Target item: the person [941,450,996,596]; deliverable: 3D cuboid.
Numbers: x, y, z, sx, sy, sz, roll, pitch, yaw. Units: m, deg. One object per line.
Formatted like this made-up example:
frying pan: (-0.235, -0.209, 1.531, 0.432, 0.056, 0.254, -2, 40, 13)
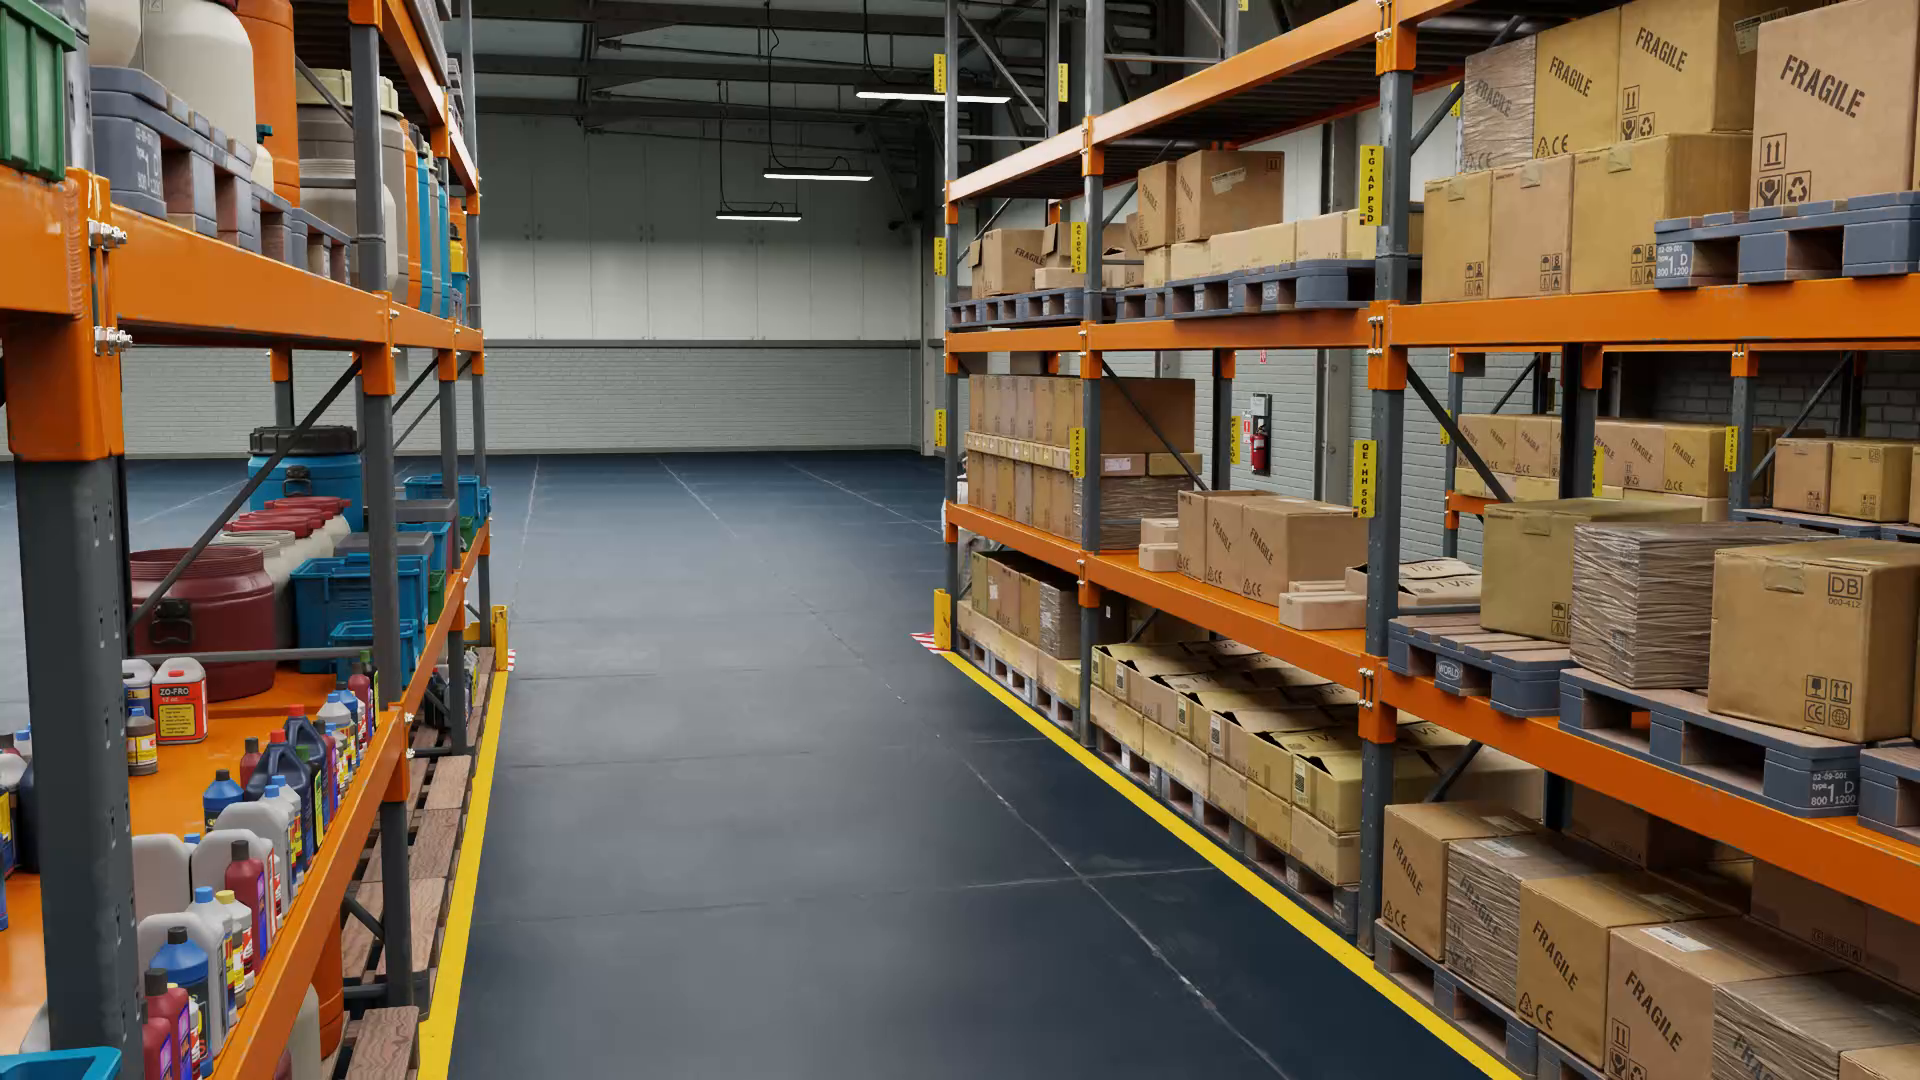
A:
person: (0.105, -0.056, 16.463, 0.586, 1.694, 0.531, -2, 6, -14)
